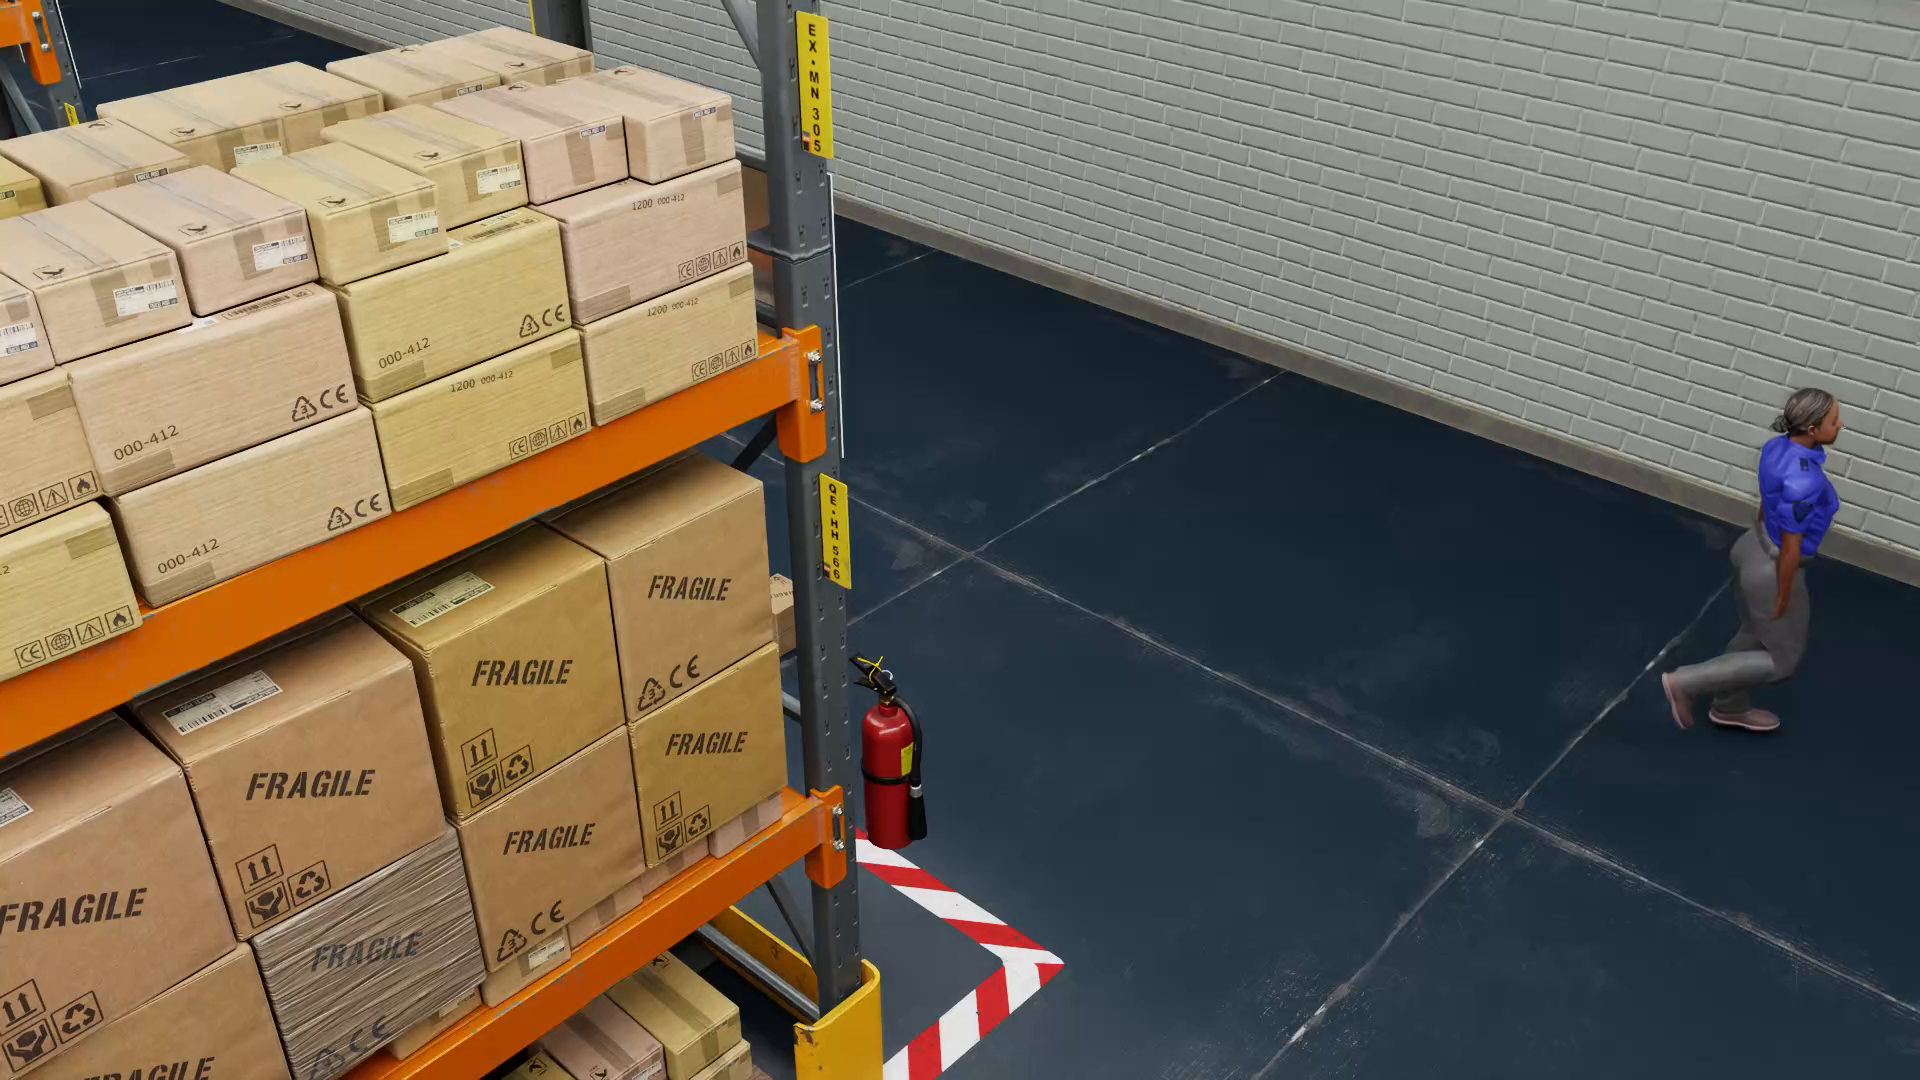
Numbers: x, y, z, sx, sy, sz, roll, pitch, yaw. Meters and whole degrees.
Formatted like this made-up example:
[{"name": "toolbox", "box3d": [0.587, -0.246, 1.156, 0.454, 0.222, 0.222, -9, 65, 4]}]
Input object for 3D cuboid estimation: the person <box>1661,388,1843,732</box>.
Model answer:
[{"name": "person", "box3d": [3.309, 0.127, 6.892, 0.578, 1.644, 0.440, 5, 32, 9]}]
